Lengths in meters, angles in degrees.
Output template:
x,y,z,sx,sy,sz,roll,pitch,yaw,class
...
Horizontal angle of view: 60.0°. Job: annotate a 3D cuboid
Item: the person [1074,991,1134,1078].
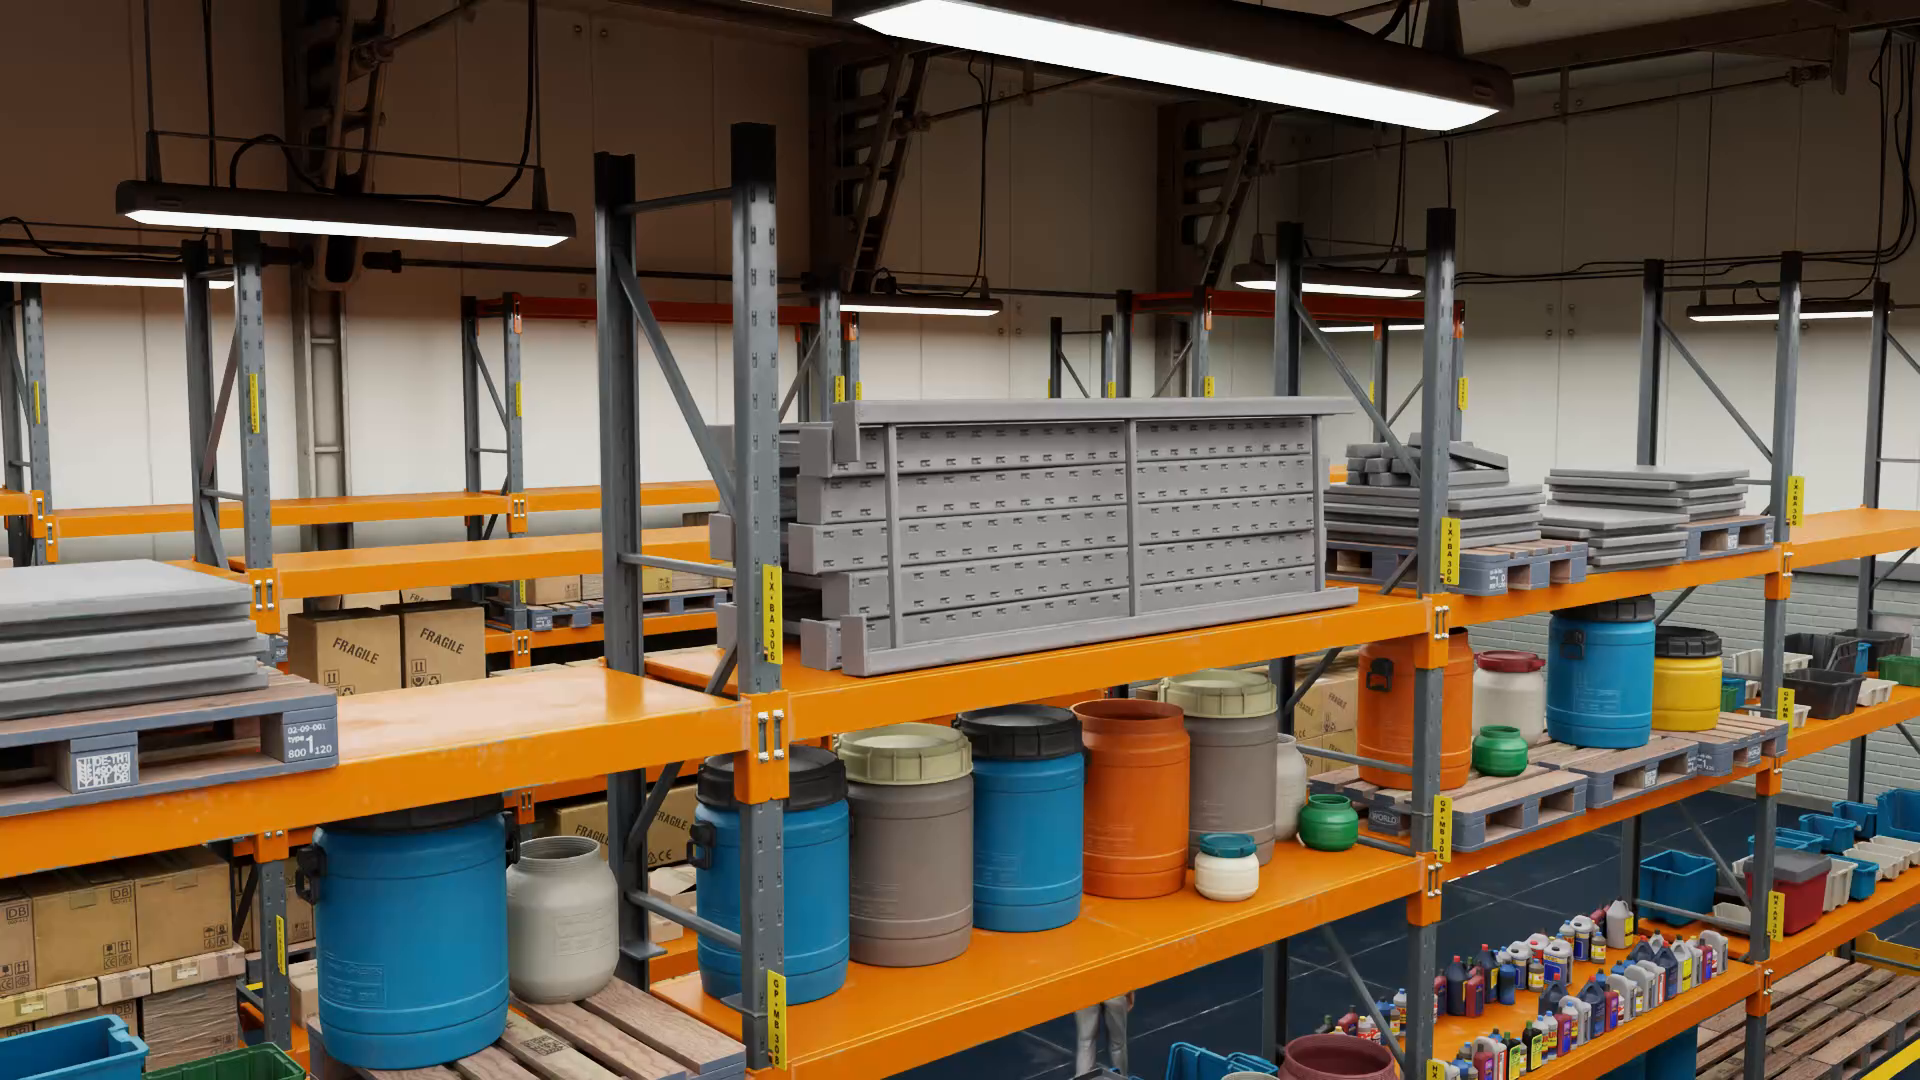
x,y,z,sx,sy,sz,roll,pitch,yaw,class
1.013,3.235,11.825,0.450,1.661,0.607,0,5,-3,person
